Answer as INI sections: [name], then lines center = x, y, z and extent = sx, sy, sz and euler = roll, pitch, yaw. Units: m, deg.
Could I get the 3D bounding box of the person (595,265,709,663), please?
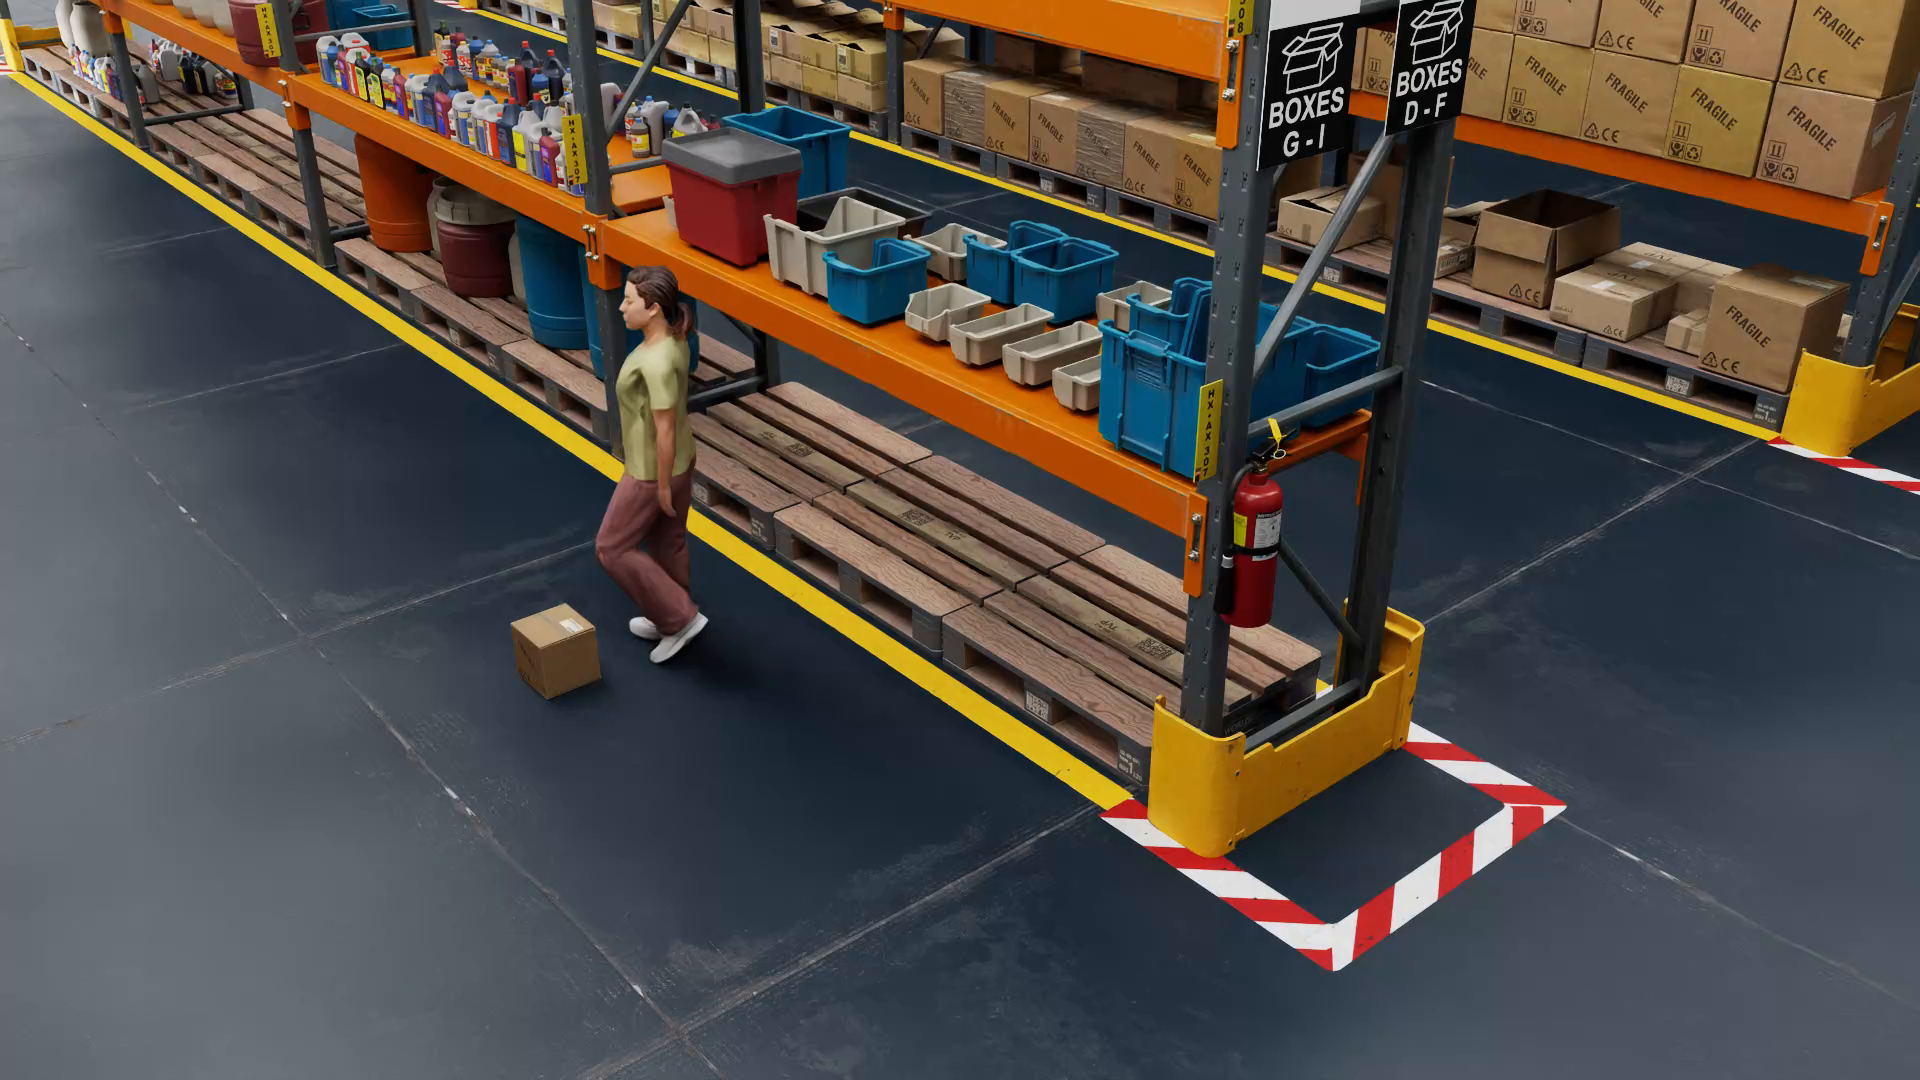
[person]
center = -1.225, -0.298, 6.666
extent = 0.445, 1.669, 0.522
euler = 3, 28, 5
